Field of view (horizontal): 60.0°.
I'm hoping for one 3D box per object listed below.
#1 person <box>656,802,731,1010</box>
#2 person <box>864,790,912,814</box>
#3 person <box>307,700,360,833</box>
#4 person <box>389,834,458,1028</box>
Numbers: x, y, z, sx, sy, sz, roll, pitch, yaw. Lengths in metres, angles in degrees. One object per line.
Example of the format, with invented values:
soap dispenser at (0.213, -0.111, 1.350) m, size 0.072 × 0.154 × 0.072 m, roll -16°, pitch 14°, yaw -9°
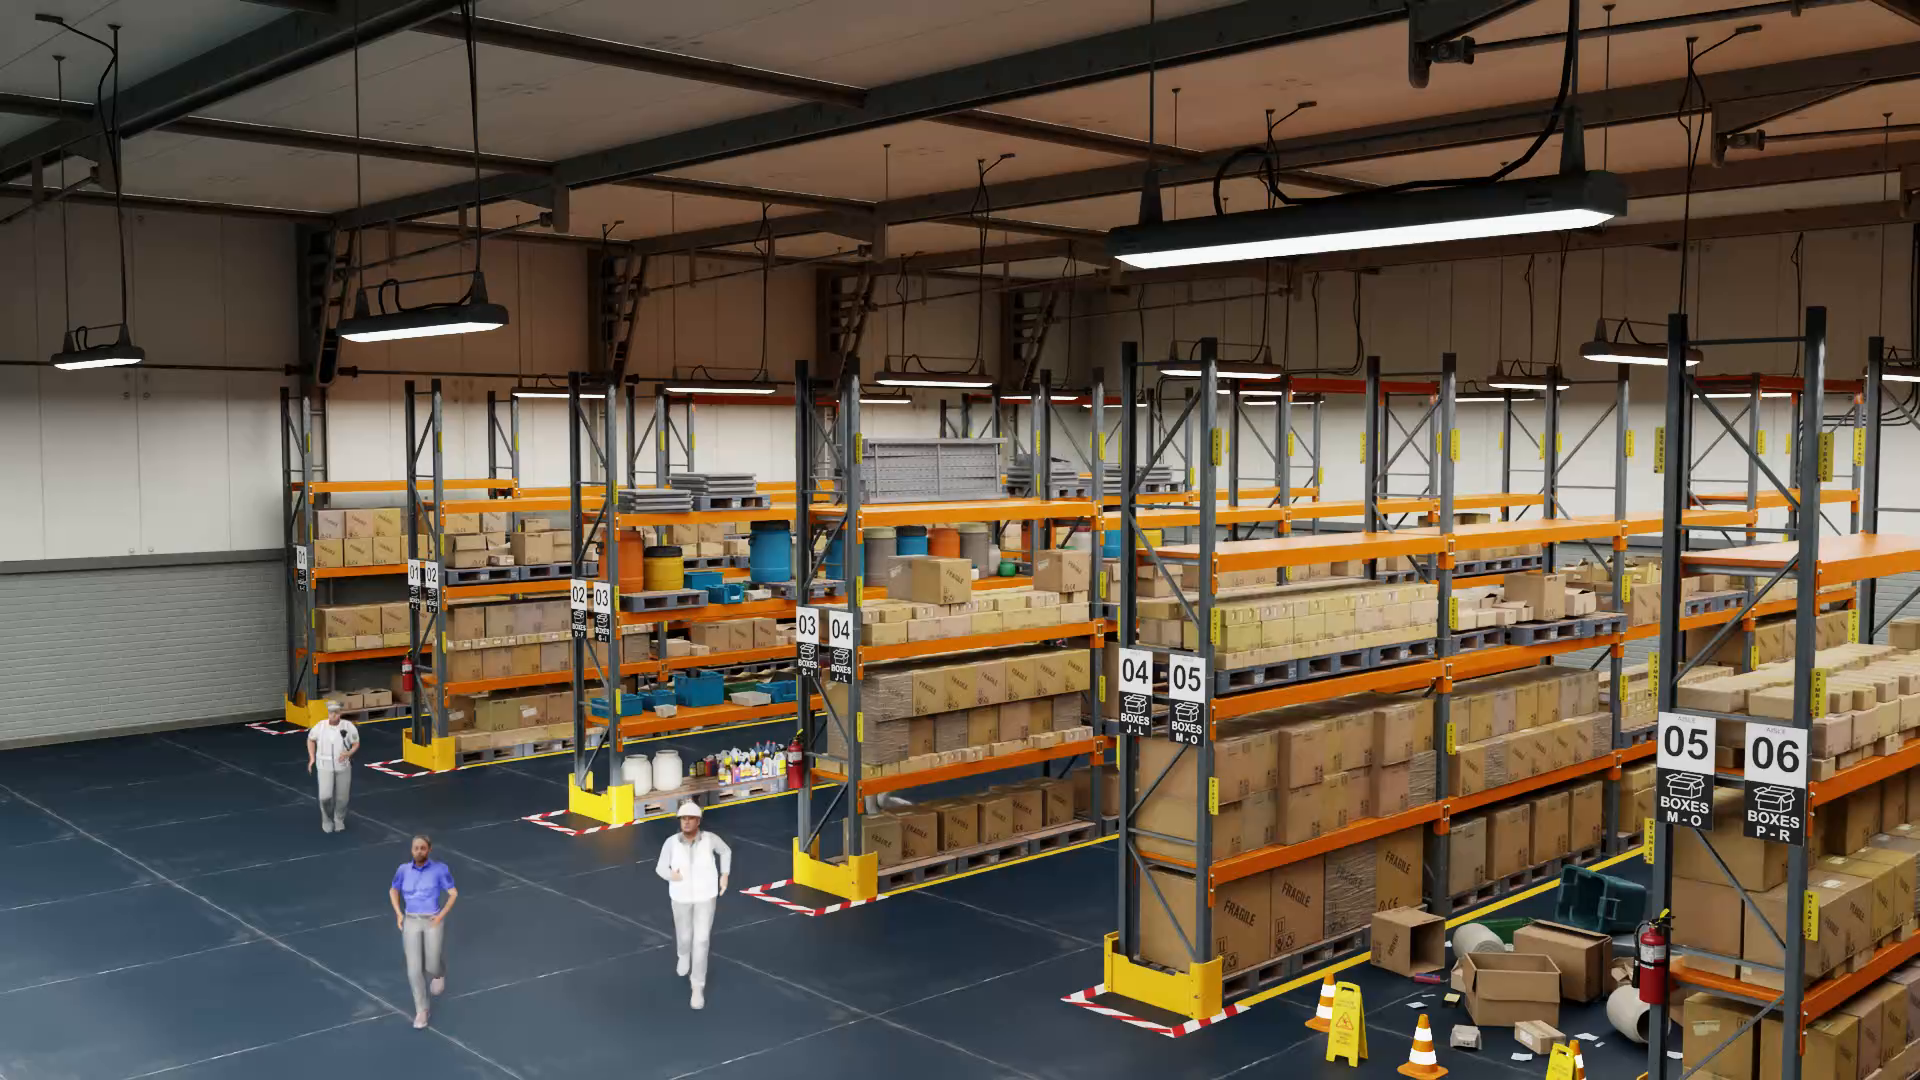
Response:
person at (-2.453, 3.296, 15.343) m, size 0.665 × 1.802 × 0.962 m, roll 0°, pitch 4°, yaw -2°
person at (-0.959, 2.934, 21.336) m, size 0.709 × 1.727 × 0.716 m, roll 4°, pitch 5°, yaw 44°
person at (-8.056, 2.917, 21.397) m, size 0.639 × 1.737 × 0.742 m, roll -1°, pitch 4°, yaw -20°
person at (-4.753, 3.407, 14.733) m, size 0.594 × 1.630 × 0.779 m, roll -1°, pitch 4°, yaw -10°
